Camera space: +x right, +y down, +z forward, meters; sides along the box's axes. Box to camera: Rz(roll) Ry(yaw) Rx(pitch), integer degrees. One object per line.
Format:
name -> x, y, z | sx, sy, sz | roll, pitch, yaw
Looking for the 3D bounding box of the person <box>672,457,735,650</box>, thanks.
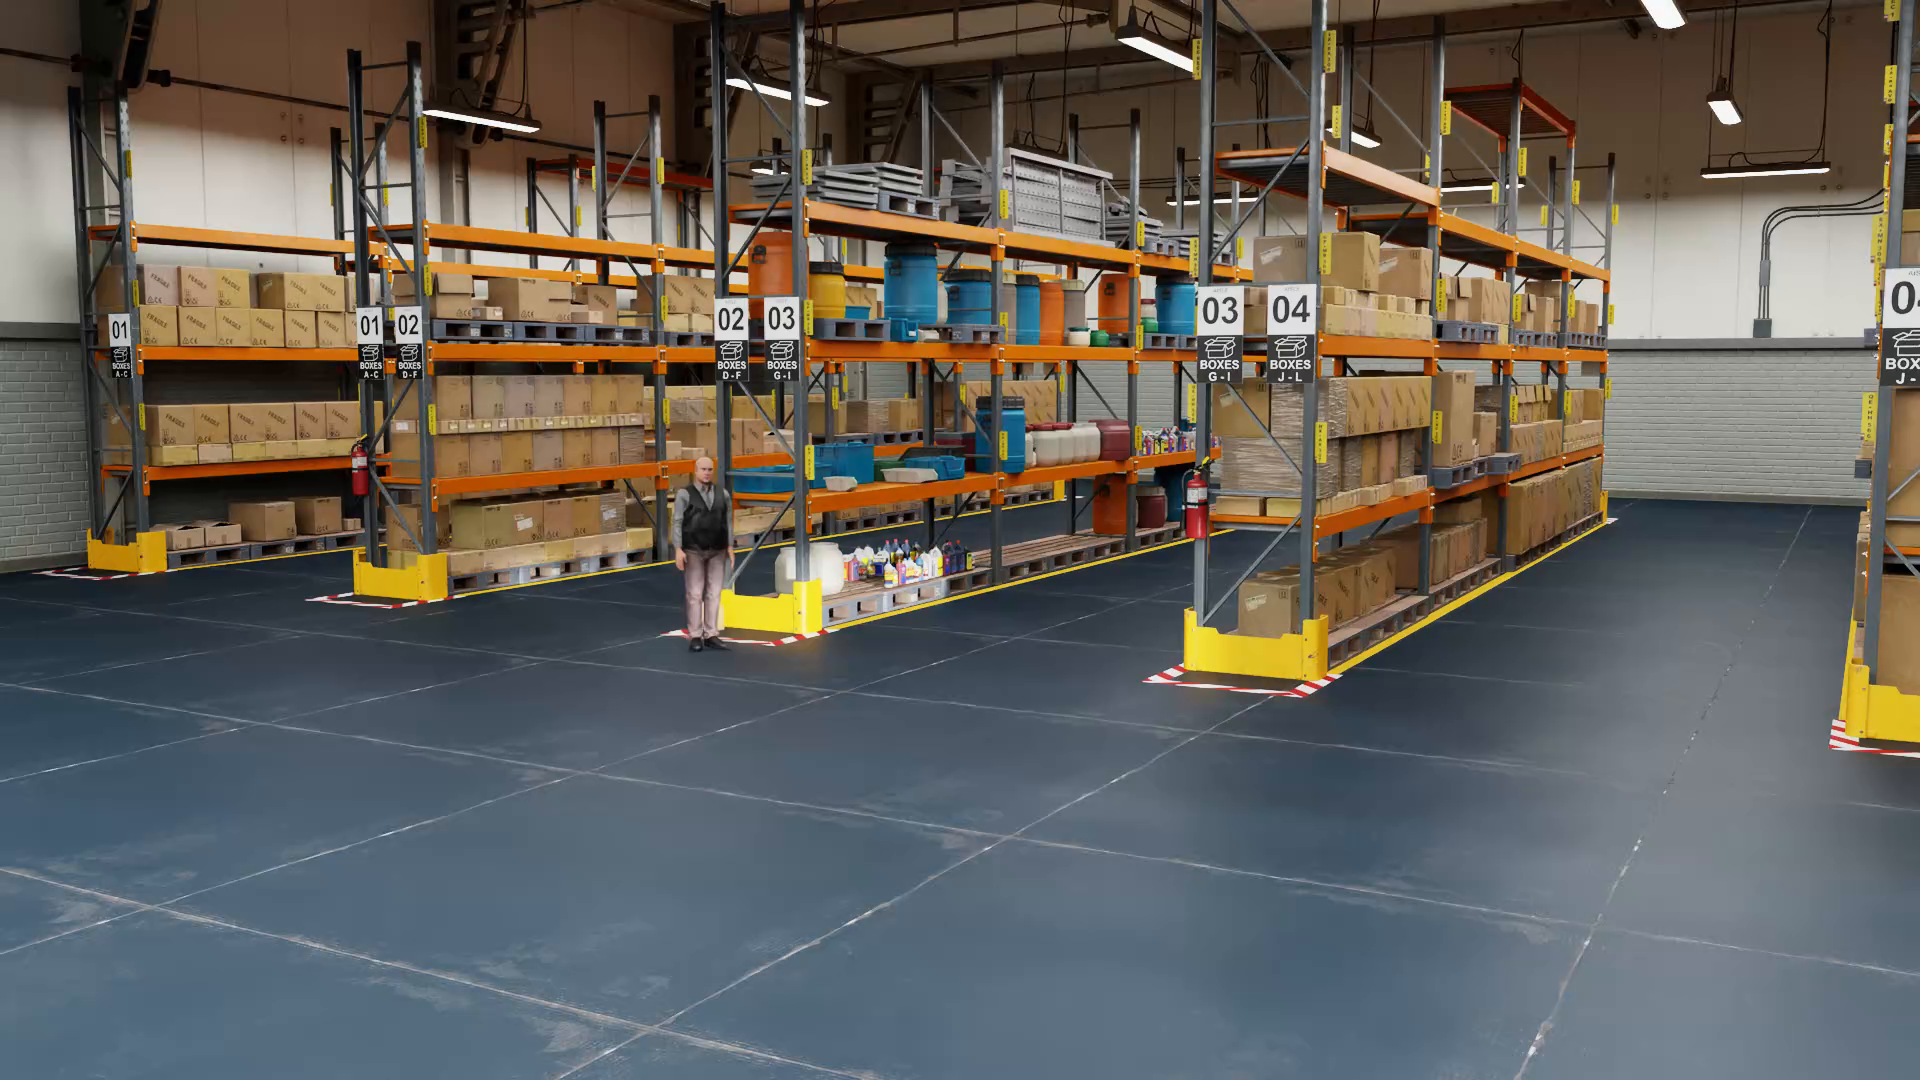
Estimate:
person -> -2.294, 0.115, 14.944 | 0.561, 1.723, 0.369 | -3, 7, -28
